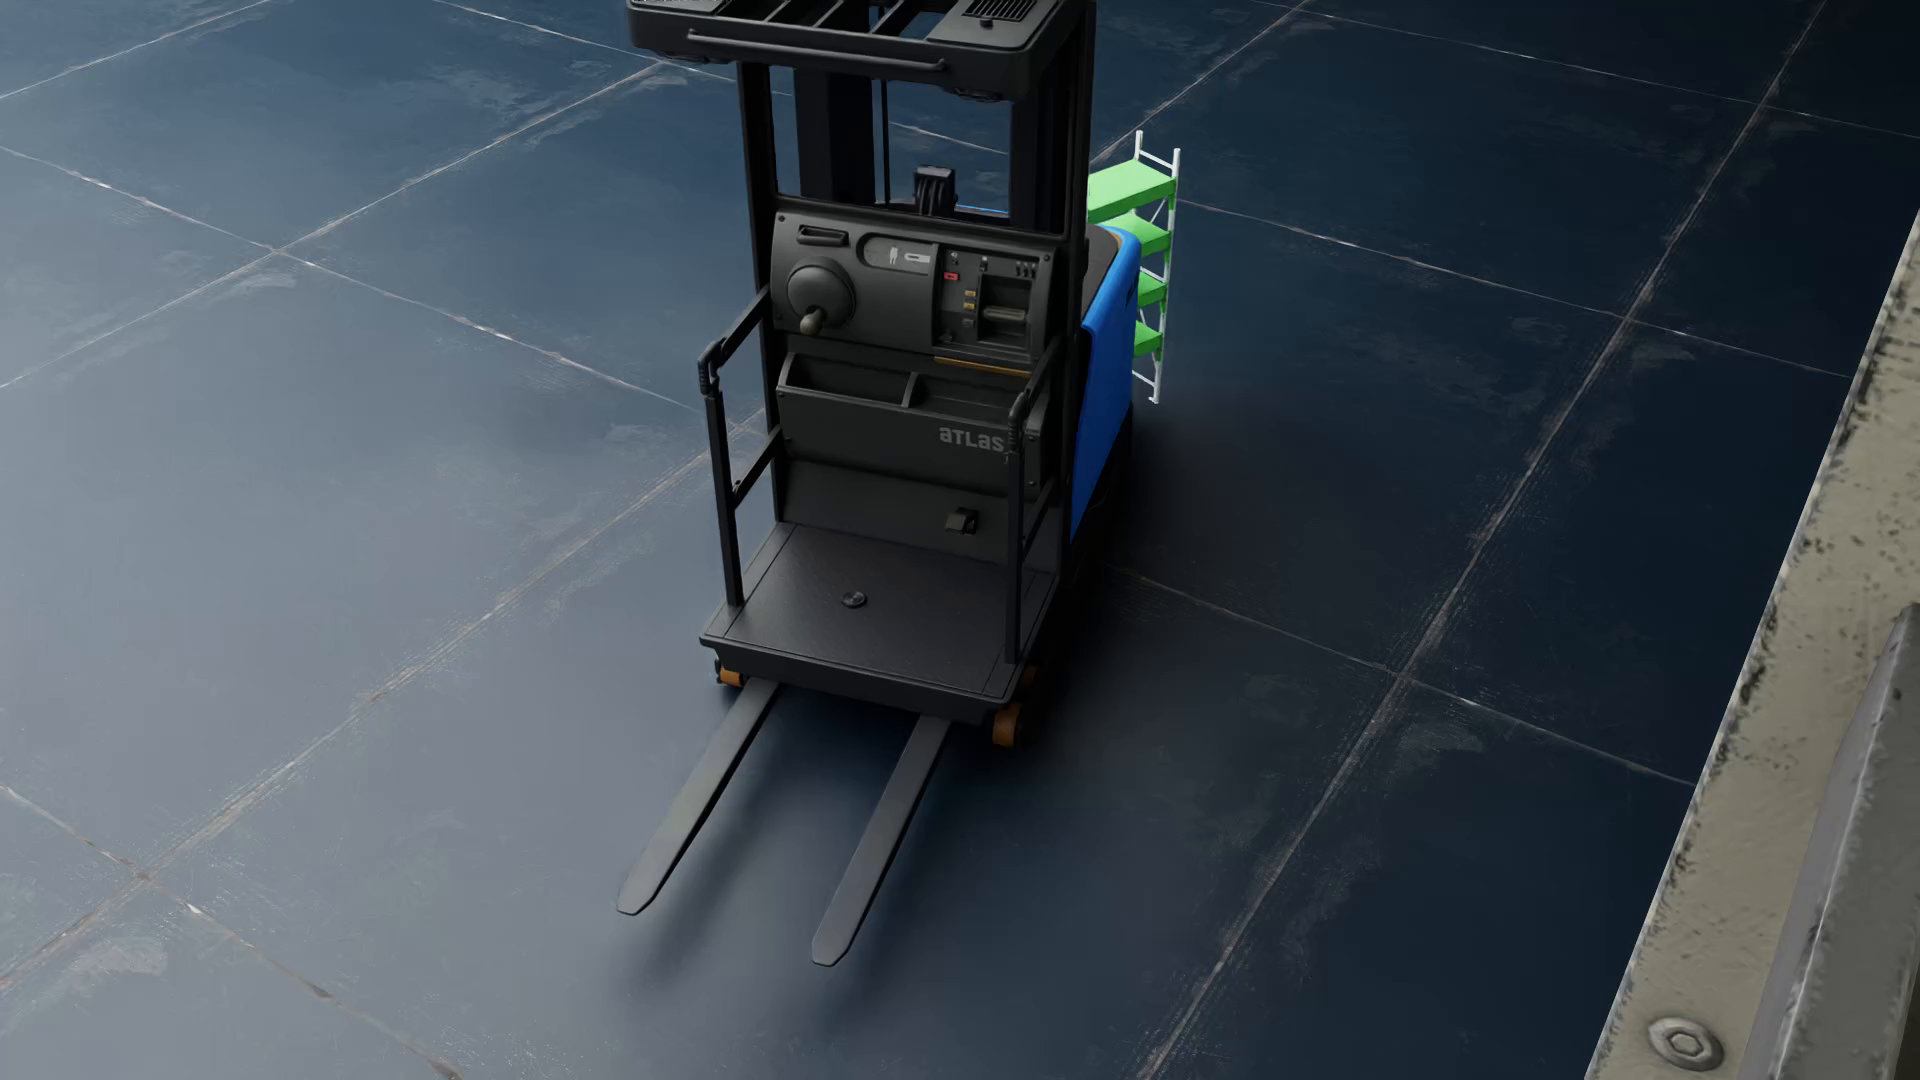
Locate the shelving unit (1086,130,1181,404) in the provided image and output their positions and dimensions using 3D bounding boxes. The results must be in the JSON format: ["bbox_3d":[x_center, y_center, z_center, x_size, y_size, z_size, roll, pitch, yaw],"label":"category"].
[{"bbox_3d":[0.608,-1.044,6.948,0.503,1.200,0.258,-26,44,-29],"label":"shelving unit"}]

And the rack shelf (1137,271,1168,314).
[{"bbox_3d":[0.608,-0.993,6.987,0.480,0.148,0.258,-26,44,-29],"label":"rack shelf"}]

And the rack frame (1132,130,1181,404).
[{"bbox_3d":[0.800,-1.136,7.068,0.015,1.200,0.240,-26,44,-29],"label":"rack frame"}]

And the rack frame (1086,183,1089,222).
[{"bbox_3d":[0.416,-0.951,6.829,0.015,1.200,0.240,-26,44,-29],"label":"rack frame"}]

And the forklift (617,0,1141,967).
[{"bbox_3d":[-0.222,-0.730,5.124,1.130,2.935,3.031,11,39,14],"label":"forklift"}]

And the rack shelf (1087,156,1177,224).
[{"bbox_3d":[0.608,-1.373,6.694,0.480,0.148,0.258,-26,44,-29],"label":"rack shelf"}]

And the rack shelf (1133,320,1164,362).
[{"bbox_3d":[0.608,-0.803,7.134,0.480,0.148,0.258,-26,44,-29],"label":"rack shelf"}]

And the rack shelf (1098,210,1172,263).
[{"bbox_3d":[0.608,-1.183,6.841,0.480,0.148,0.258,-26,44,-29],"label":"rack shelf"}]
